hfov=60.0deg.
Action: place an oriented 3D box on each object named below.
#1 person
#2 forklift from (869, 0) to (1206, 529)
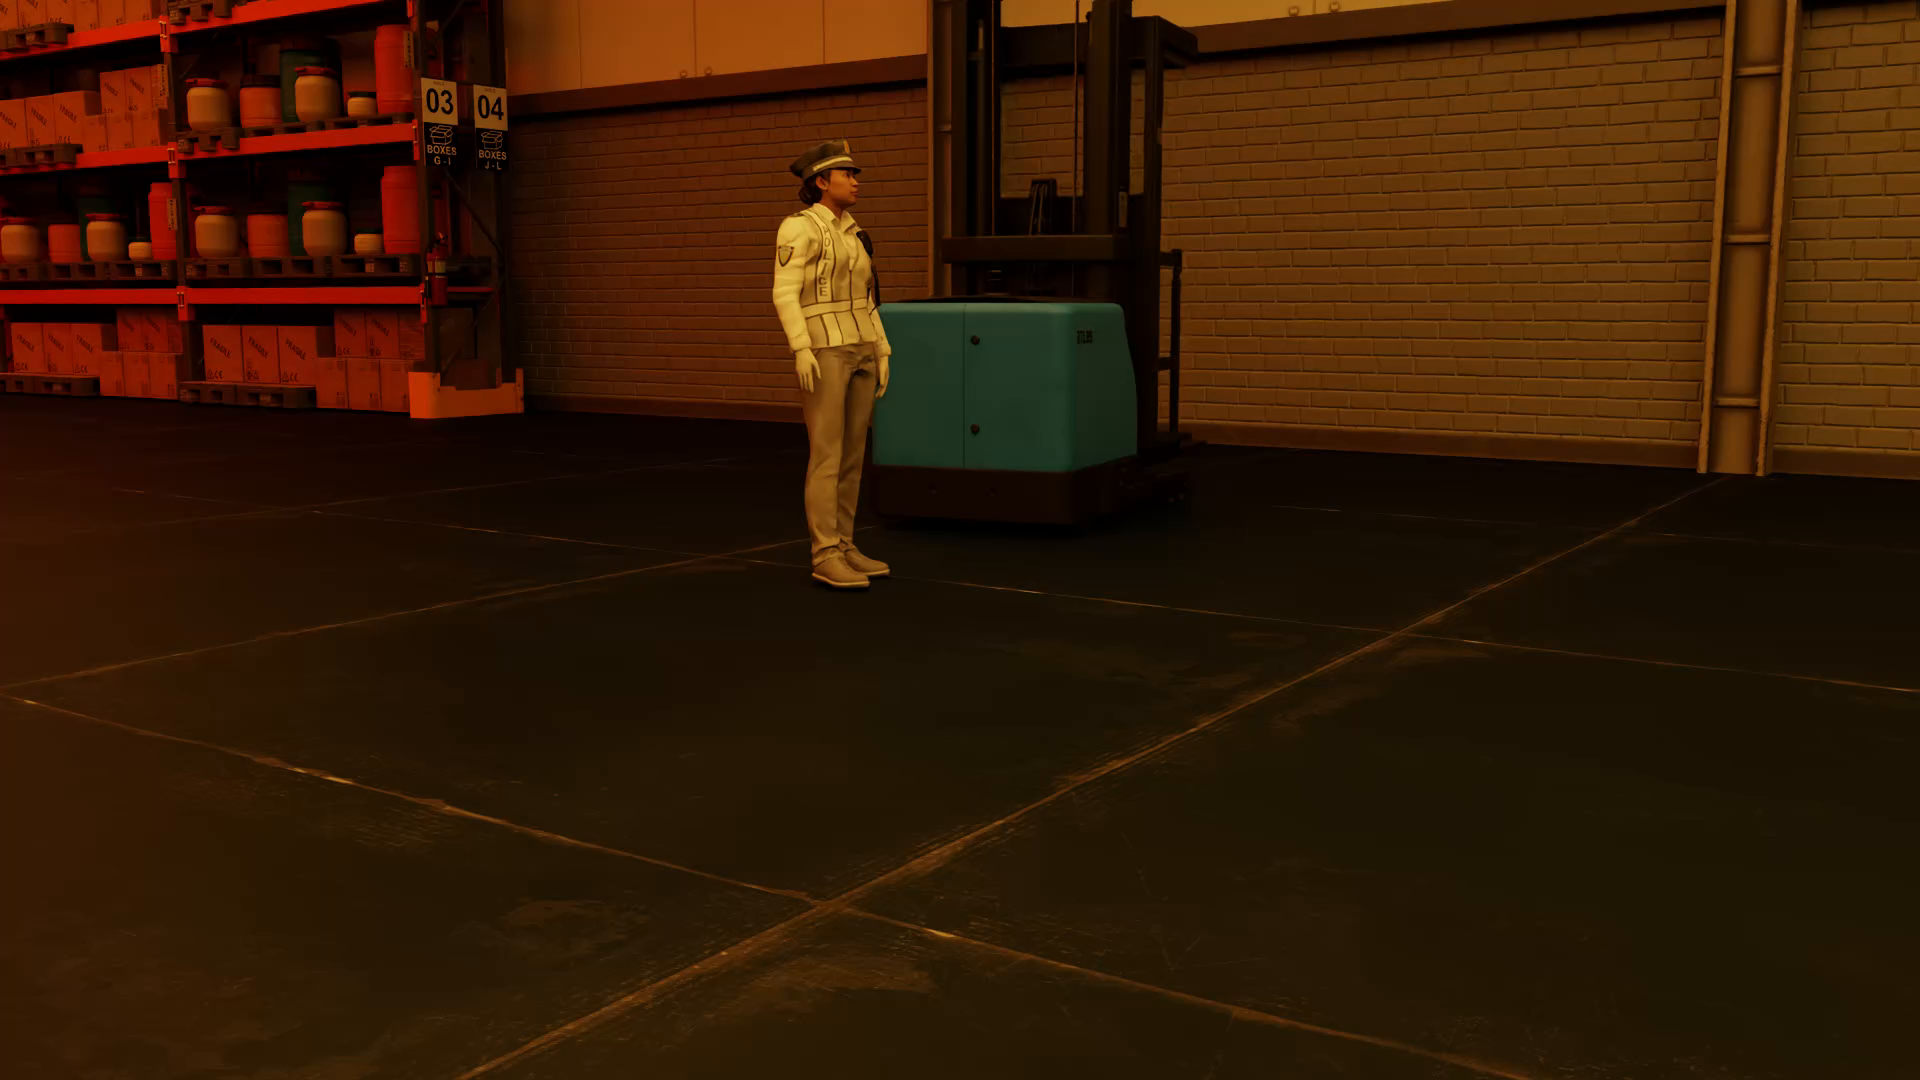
[{"bbox_3d":[-0.433,-0.700,6.460,0.531,1.696,0.590,5,10,34],"label":"person"},{"bbox_3d":[0.615,-1.669,8.932,1.130,2.935,3.031,3,9,23],"label":"forklift"}]
